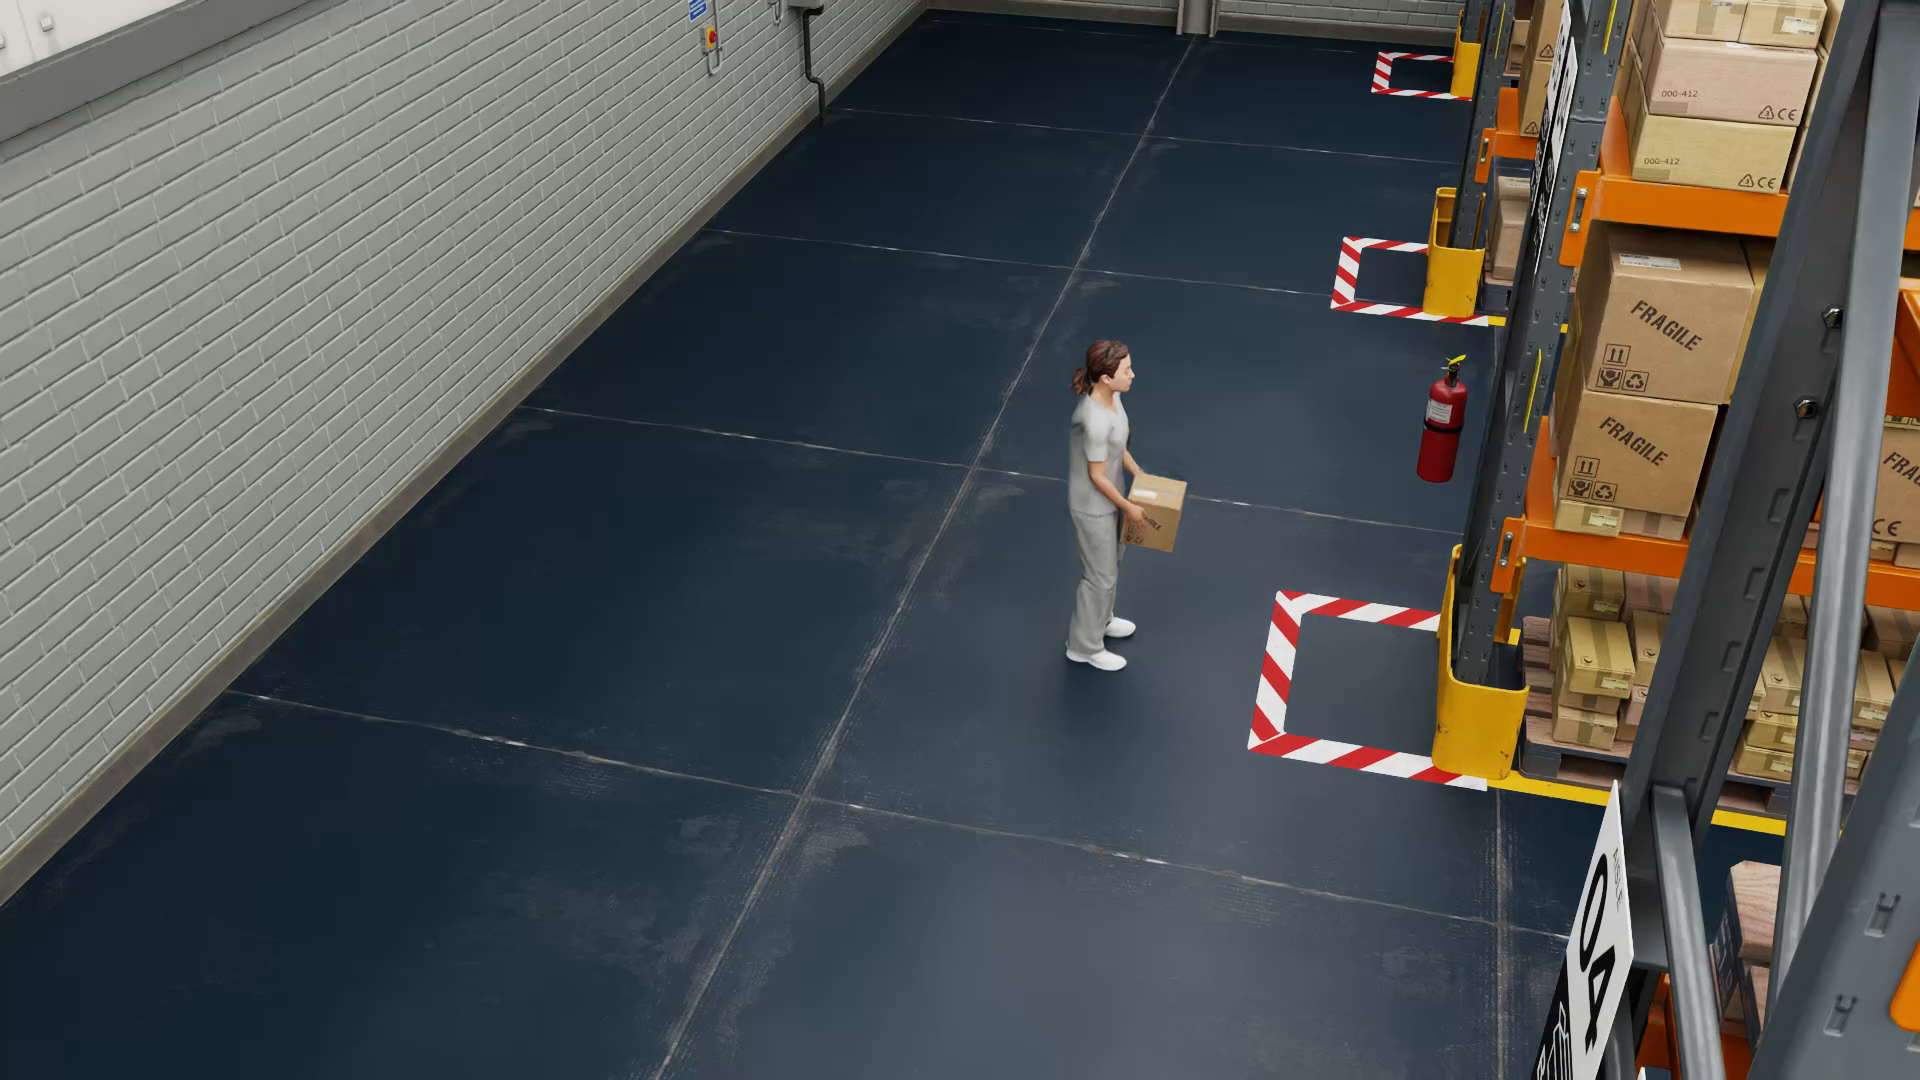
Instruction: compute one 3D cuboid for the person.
[{"bbox_3d":[0.706,-0.182,7.935,0.429,1.676,0.466,8,34,12],"label":"person"}]
